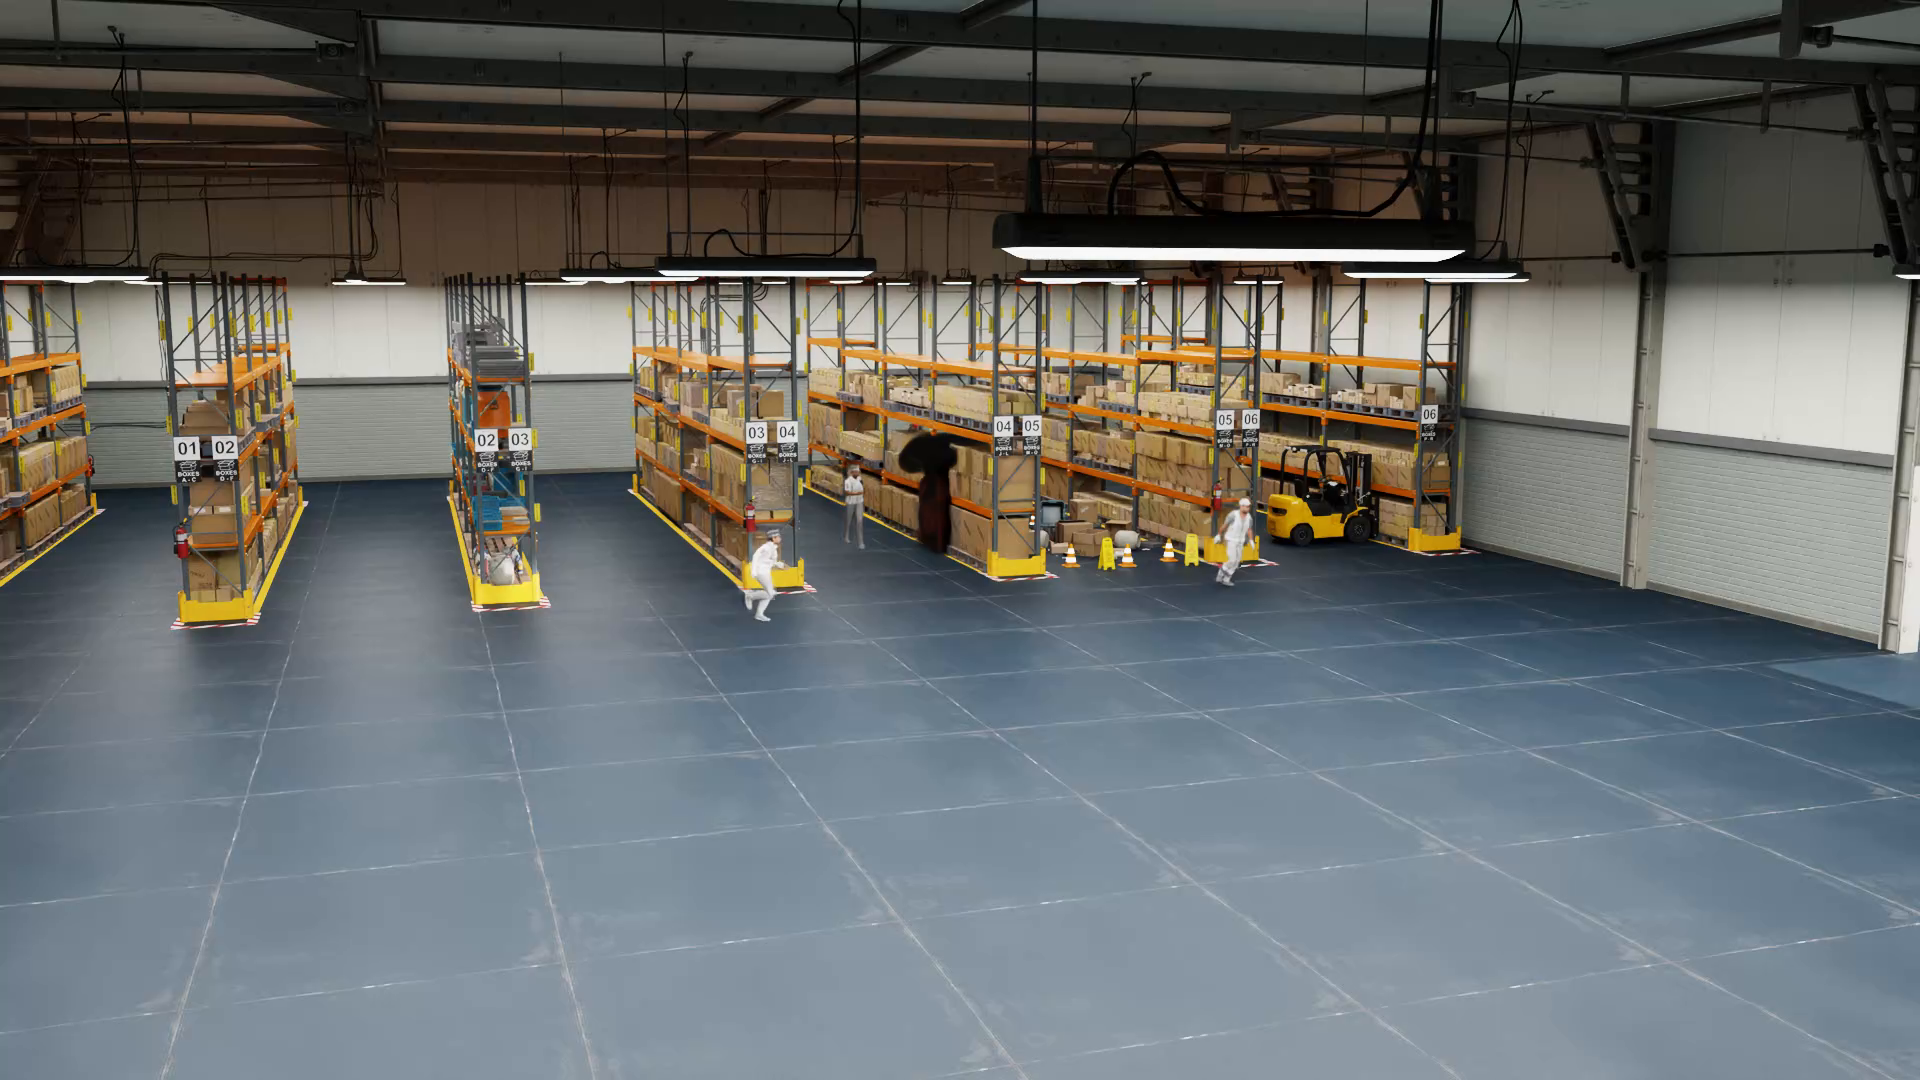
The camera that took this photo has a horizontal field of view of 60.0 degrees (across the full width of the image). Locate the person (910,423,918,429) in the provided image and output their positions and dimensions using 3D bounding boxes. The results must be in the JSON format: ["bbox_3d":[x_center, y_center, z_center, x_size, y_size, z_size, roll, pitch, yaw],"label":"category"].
[{"bbox_3d":[-1.216,-2.791,50.115,0.646,1.502,0.600,-6,10,-33],"label":"person"}]

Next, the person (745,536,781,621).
[{"bbox_3d":[-3.422,0.633,28.890,0.644,1.557,0.619,1,9,6],"label":"person"}]

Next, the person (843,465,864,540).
[{"bbox_3d":[-2.246,-0.801,35.377,0.523,1.599,0.788,-5,10,-29],"label":"person"}]

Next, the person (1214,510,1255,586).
[{"bbox_3d":[5.302,0.144,32.088,0.658,1.514,0.567,-5,10,-29],"label":"person"}]
